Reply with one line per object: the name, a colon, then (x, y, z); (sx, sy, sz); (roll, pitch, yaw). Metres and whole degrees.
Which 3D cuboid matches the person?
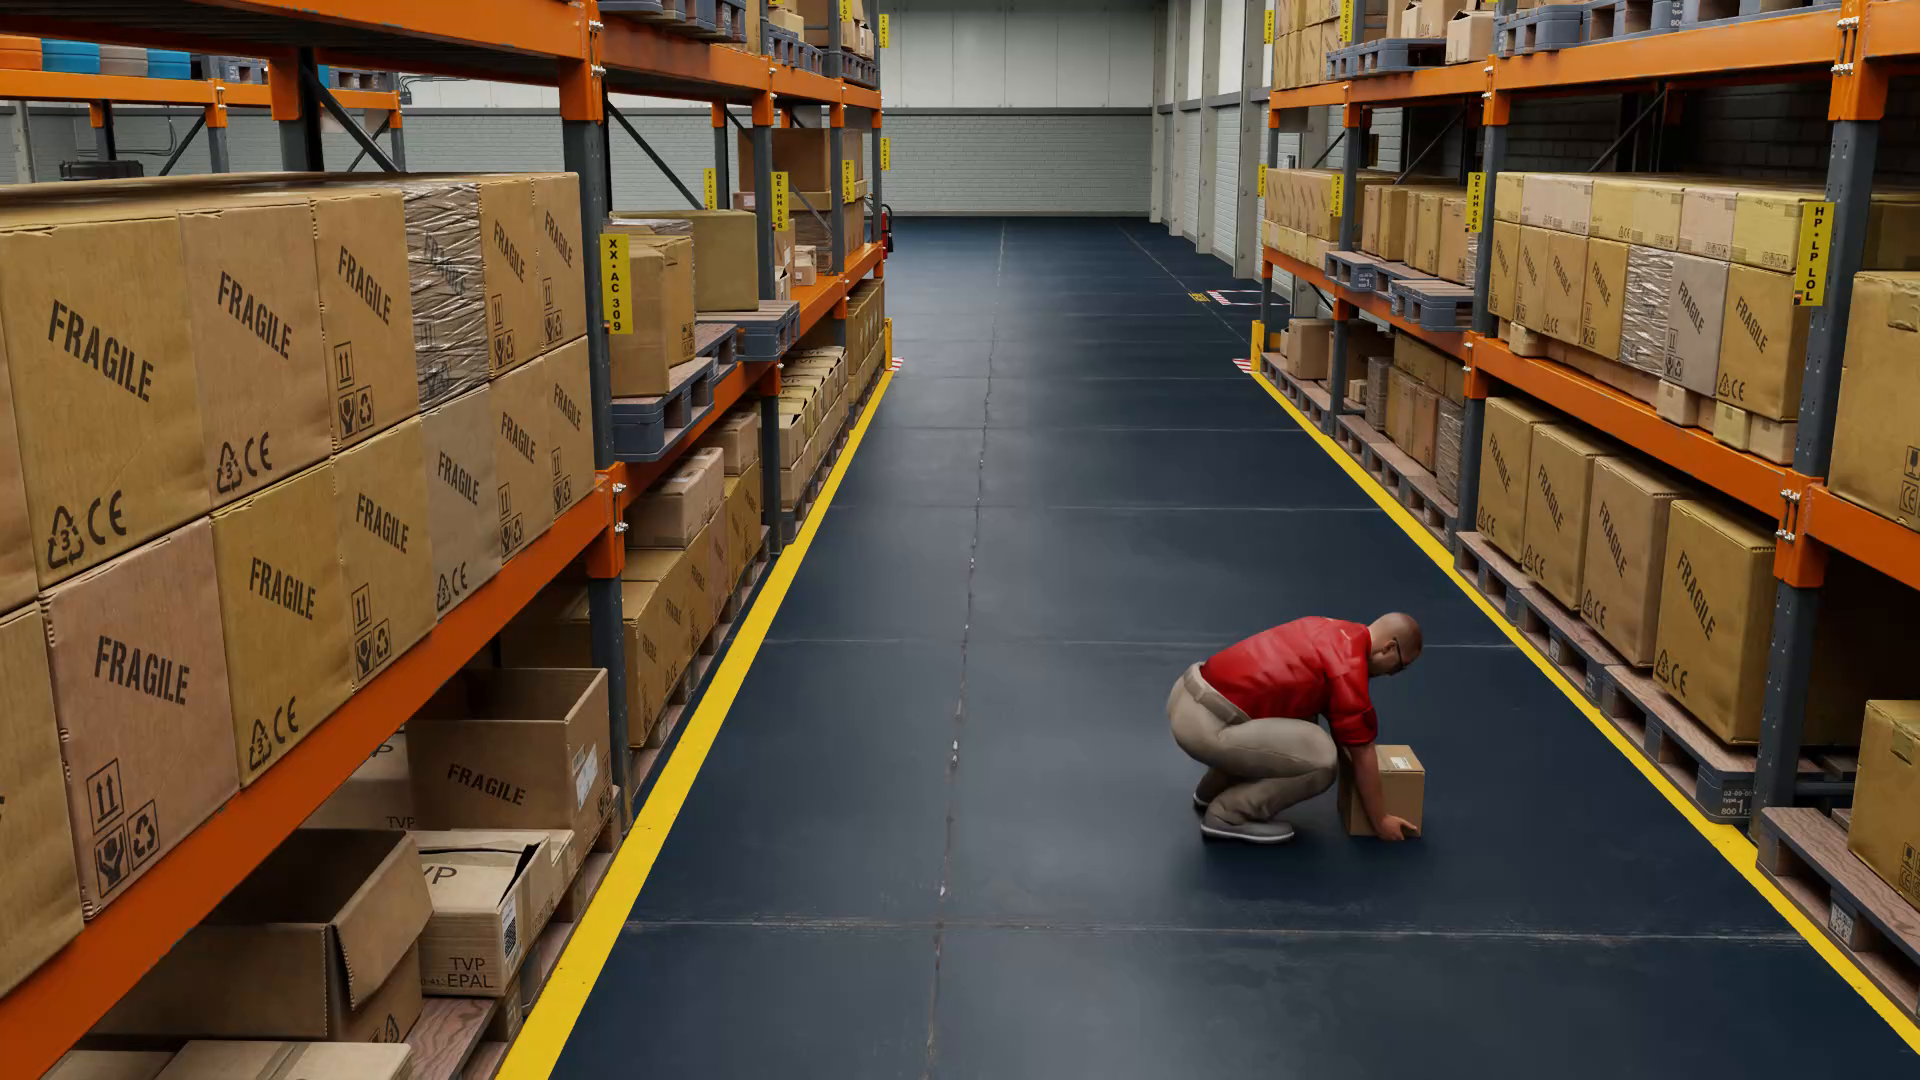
person: (1.187, 0.680, 5.930); (0.902, 0.849, 0.541); (0, 14, 1)
